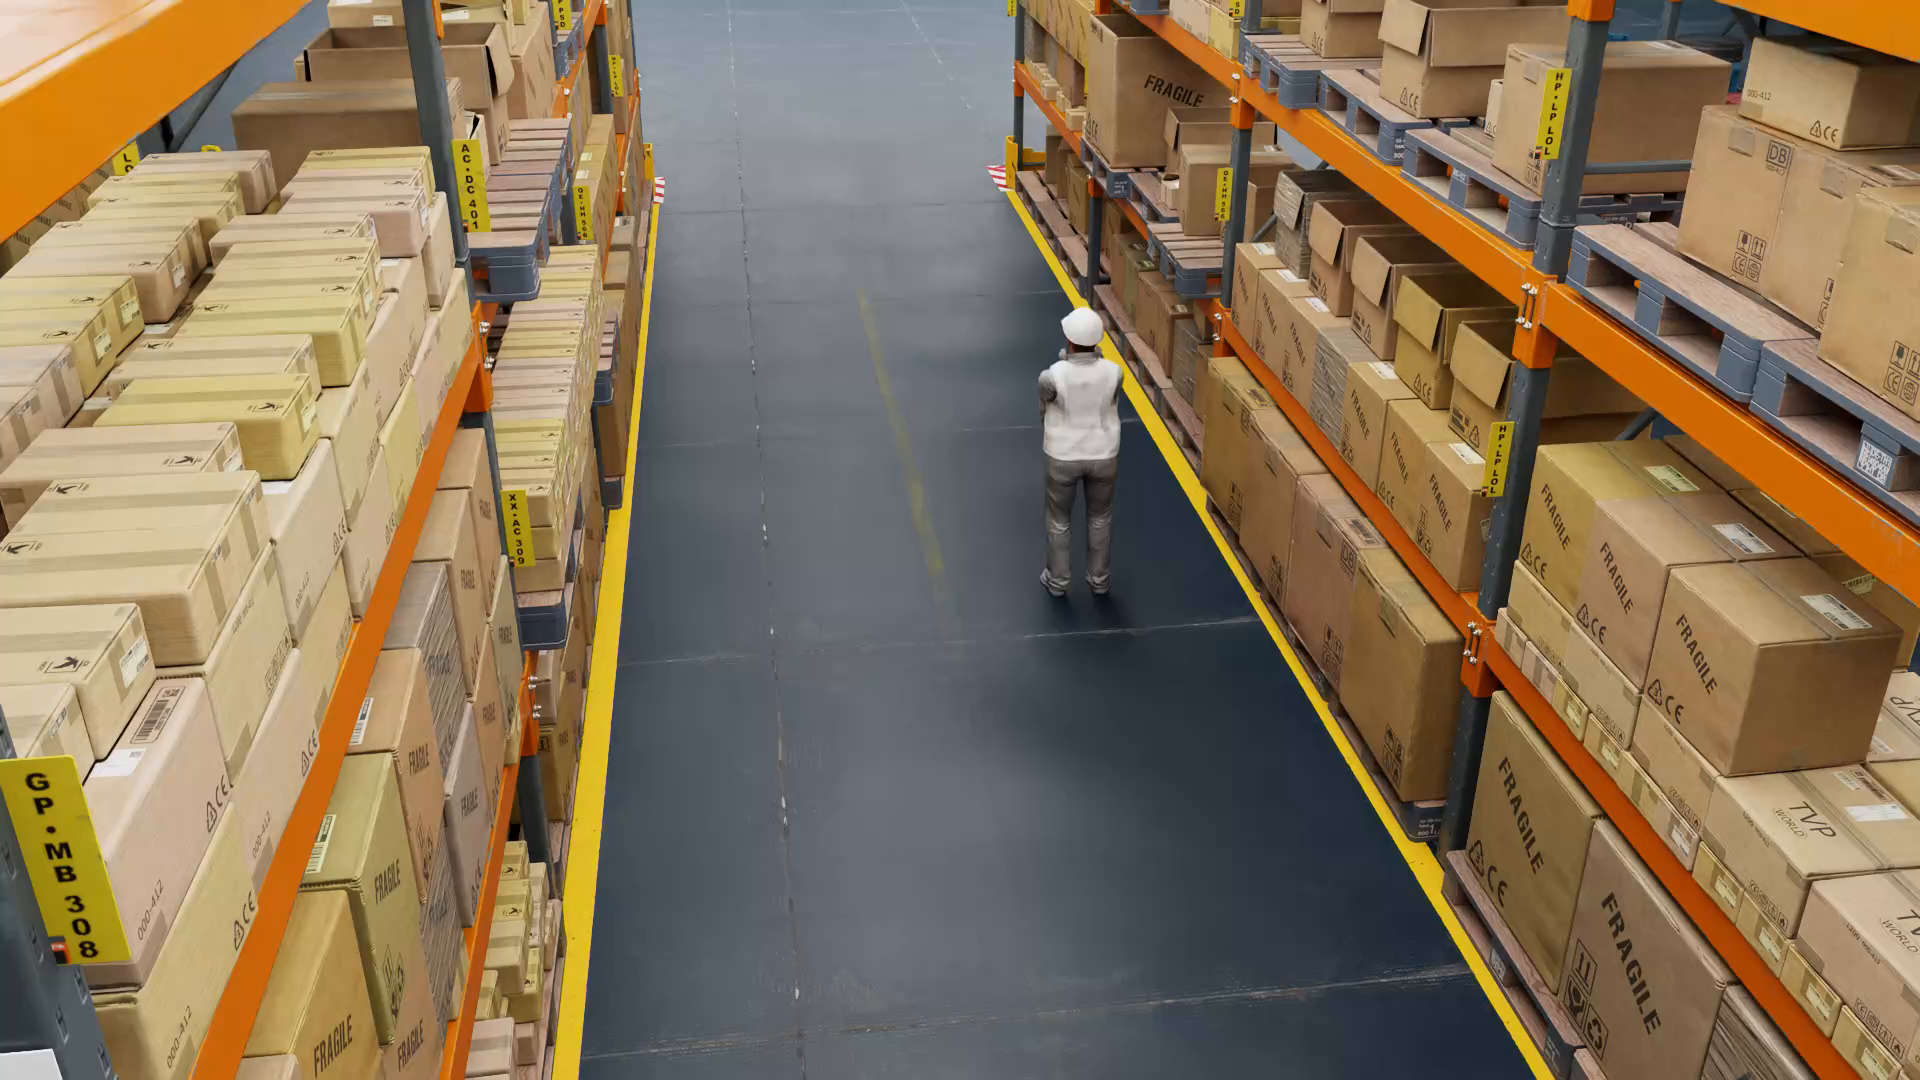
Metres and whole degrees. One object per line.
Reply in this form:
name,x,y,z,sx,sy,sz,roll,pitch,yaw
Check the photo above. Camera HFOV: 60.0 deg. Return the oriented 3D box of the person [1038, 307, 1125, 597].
person,0.671,-0.540,9.656,0.495,1.771,0.548,-4,27,-7
